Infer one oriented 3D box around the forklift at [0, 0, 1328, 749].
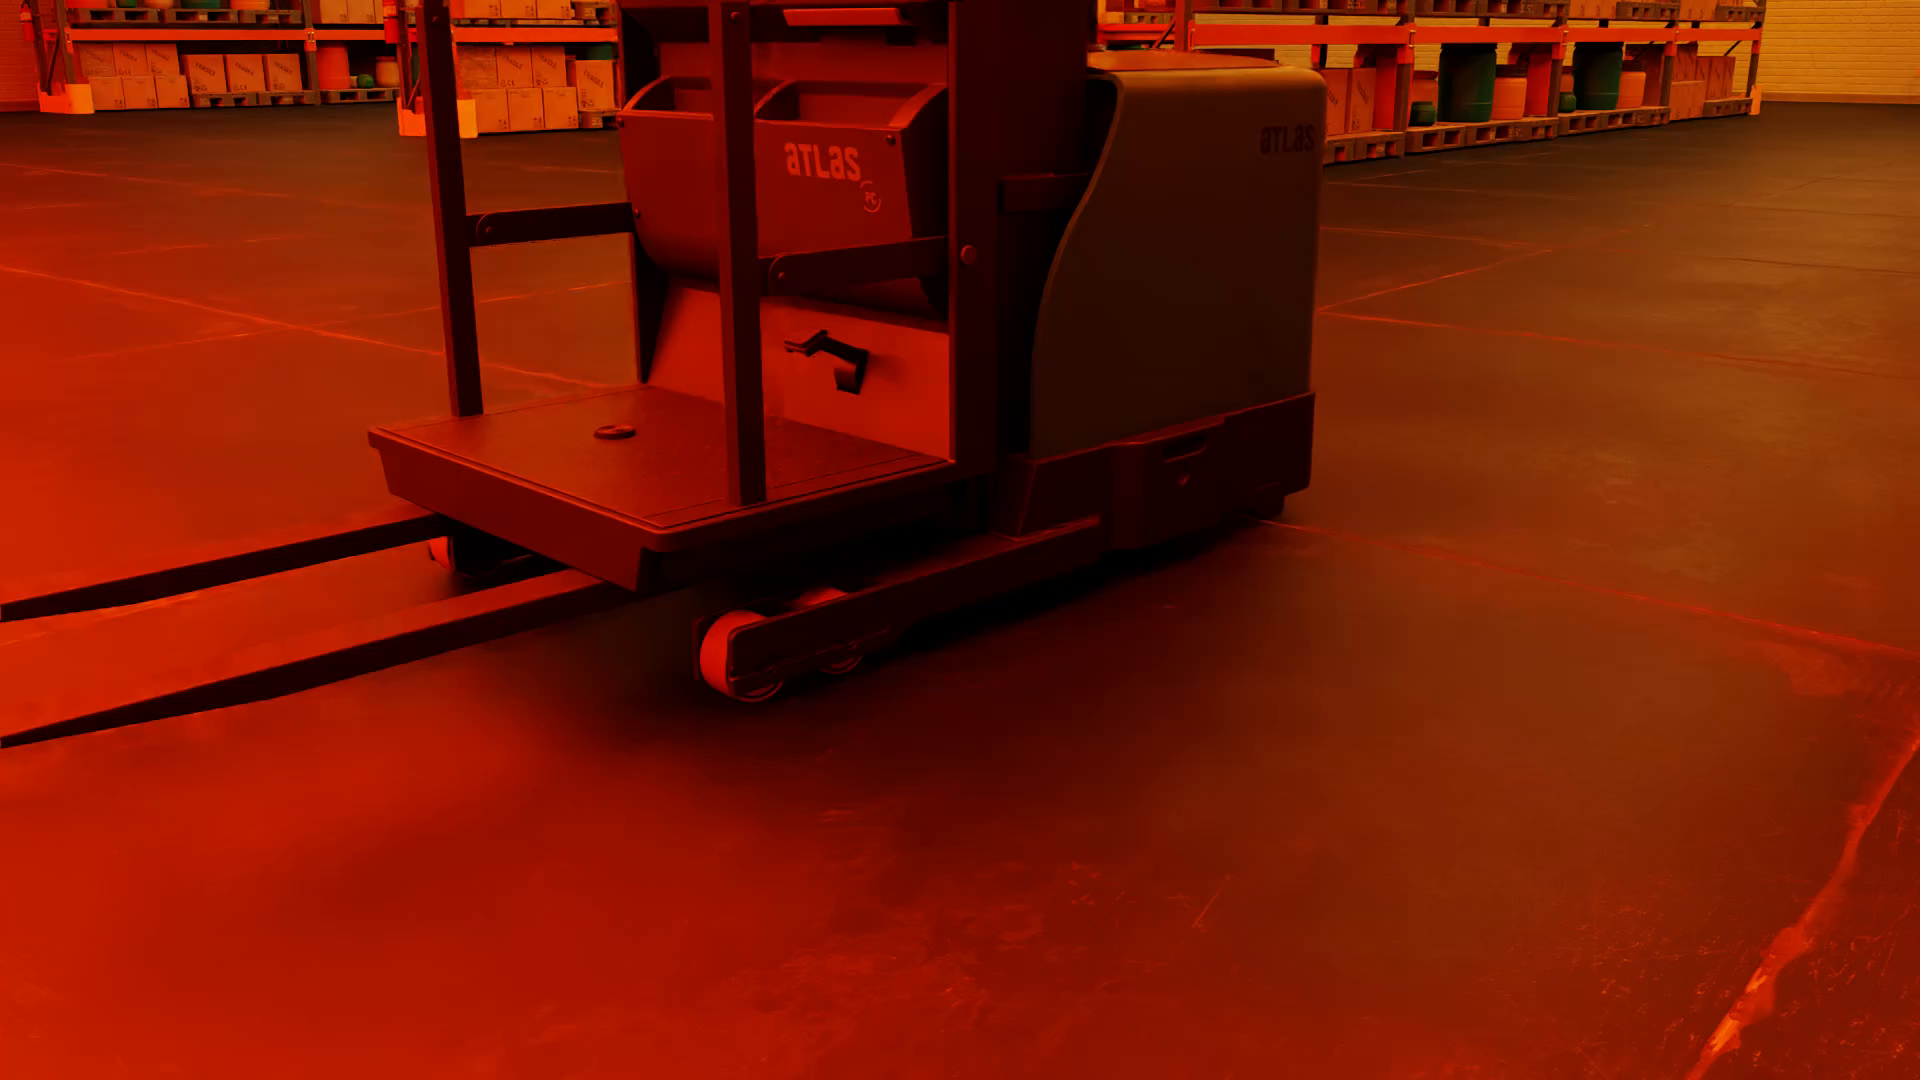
[{"bbox_3d":[-0.529,-1.279,3.110,3.031,2.935,1.130,-16,23,-42],"label":"forklift"}]
